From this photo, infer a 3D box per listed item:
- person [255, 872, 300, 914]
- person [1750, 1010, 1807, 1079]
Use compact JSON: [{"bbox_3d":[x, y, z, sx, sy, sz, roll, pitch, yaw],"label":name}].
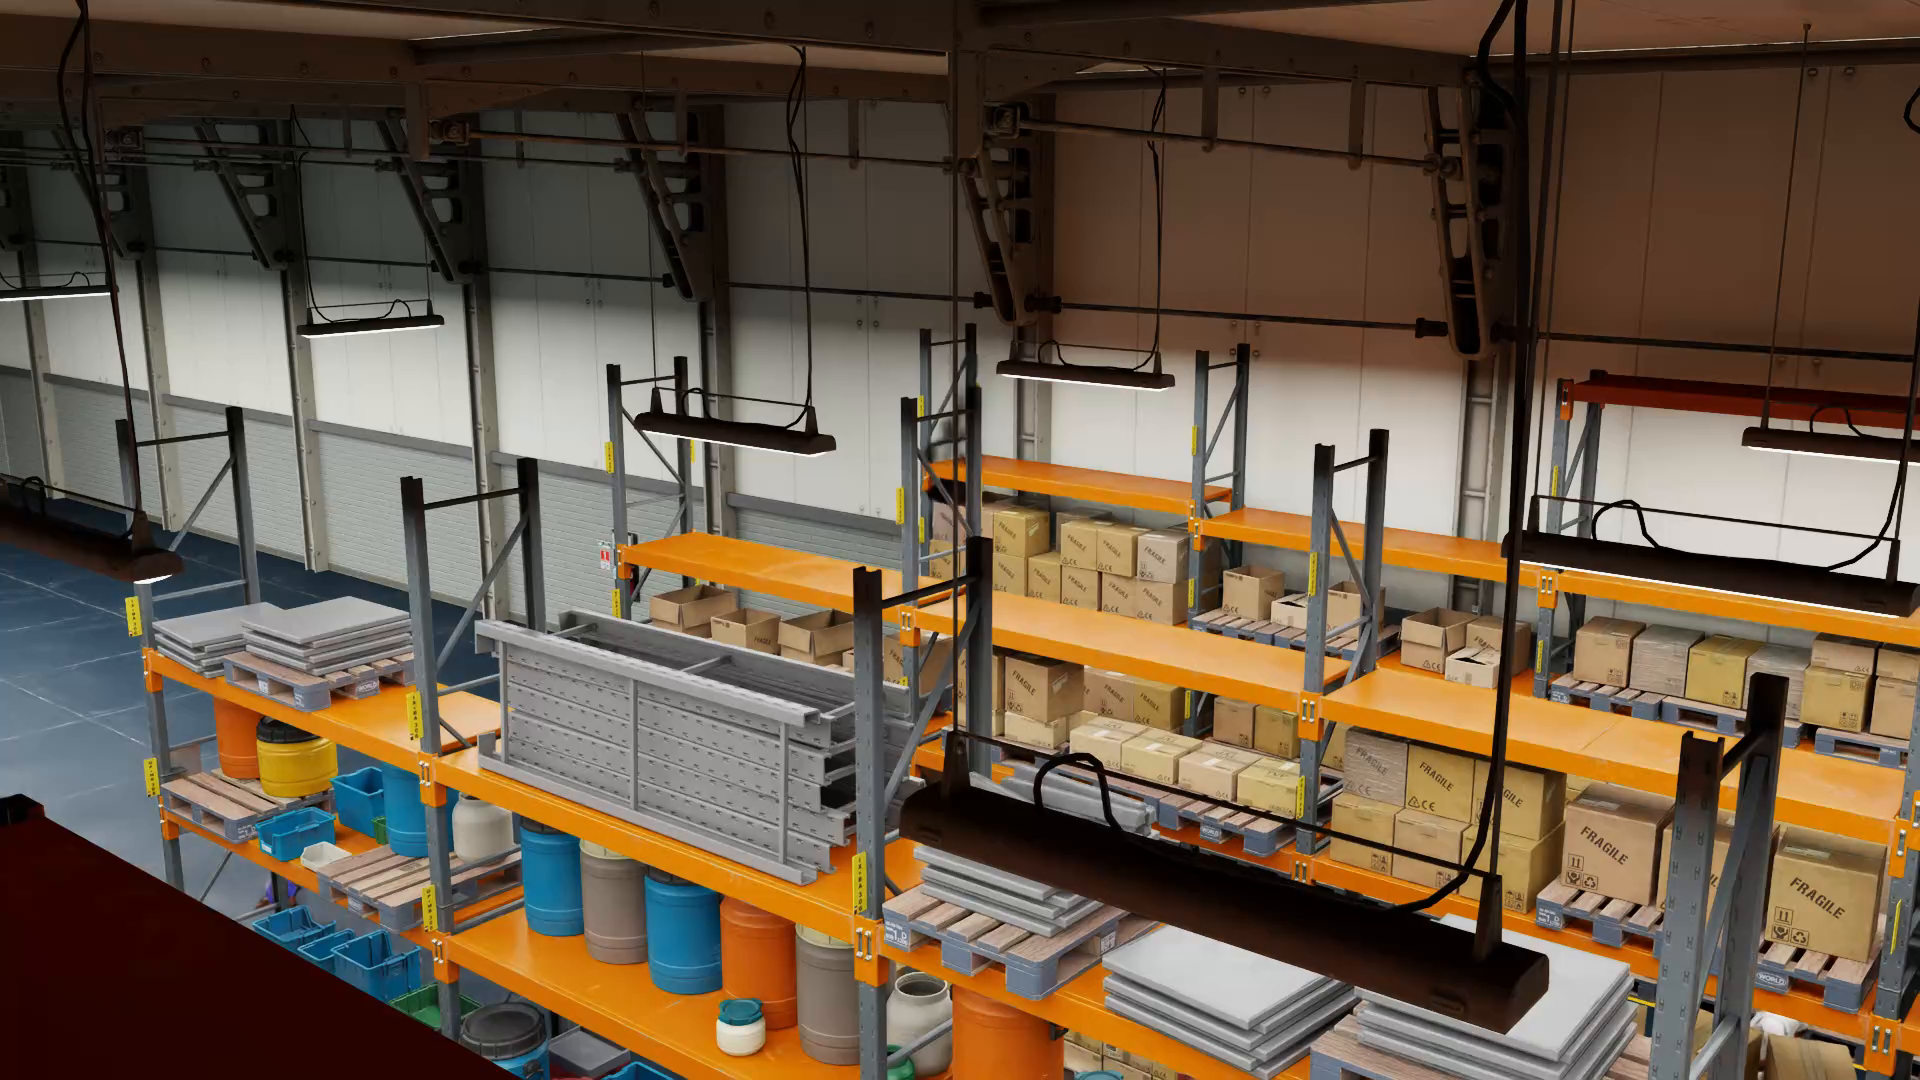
[{"bbox_3d":[-6.459,3.723,16.101,0.826,1.658,0.589,-1,13,-6],"label":"person"},{"bbox_3d":[6.555,4.283,13.396,0.680,1.732,0.701,11,17,40],"label":"person"}]
